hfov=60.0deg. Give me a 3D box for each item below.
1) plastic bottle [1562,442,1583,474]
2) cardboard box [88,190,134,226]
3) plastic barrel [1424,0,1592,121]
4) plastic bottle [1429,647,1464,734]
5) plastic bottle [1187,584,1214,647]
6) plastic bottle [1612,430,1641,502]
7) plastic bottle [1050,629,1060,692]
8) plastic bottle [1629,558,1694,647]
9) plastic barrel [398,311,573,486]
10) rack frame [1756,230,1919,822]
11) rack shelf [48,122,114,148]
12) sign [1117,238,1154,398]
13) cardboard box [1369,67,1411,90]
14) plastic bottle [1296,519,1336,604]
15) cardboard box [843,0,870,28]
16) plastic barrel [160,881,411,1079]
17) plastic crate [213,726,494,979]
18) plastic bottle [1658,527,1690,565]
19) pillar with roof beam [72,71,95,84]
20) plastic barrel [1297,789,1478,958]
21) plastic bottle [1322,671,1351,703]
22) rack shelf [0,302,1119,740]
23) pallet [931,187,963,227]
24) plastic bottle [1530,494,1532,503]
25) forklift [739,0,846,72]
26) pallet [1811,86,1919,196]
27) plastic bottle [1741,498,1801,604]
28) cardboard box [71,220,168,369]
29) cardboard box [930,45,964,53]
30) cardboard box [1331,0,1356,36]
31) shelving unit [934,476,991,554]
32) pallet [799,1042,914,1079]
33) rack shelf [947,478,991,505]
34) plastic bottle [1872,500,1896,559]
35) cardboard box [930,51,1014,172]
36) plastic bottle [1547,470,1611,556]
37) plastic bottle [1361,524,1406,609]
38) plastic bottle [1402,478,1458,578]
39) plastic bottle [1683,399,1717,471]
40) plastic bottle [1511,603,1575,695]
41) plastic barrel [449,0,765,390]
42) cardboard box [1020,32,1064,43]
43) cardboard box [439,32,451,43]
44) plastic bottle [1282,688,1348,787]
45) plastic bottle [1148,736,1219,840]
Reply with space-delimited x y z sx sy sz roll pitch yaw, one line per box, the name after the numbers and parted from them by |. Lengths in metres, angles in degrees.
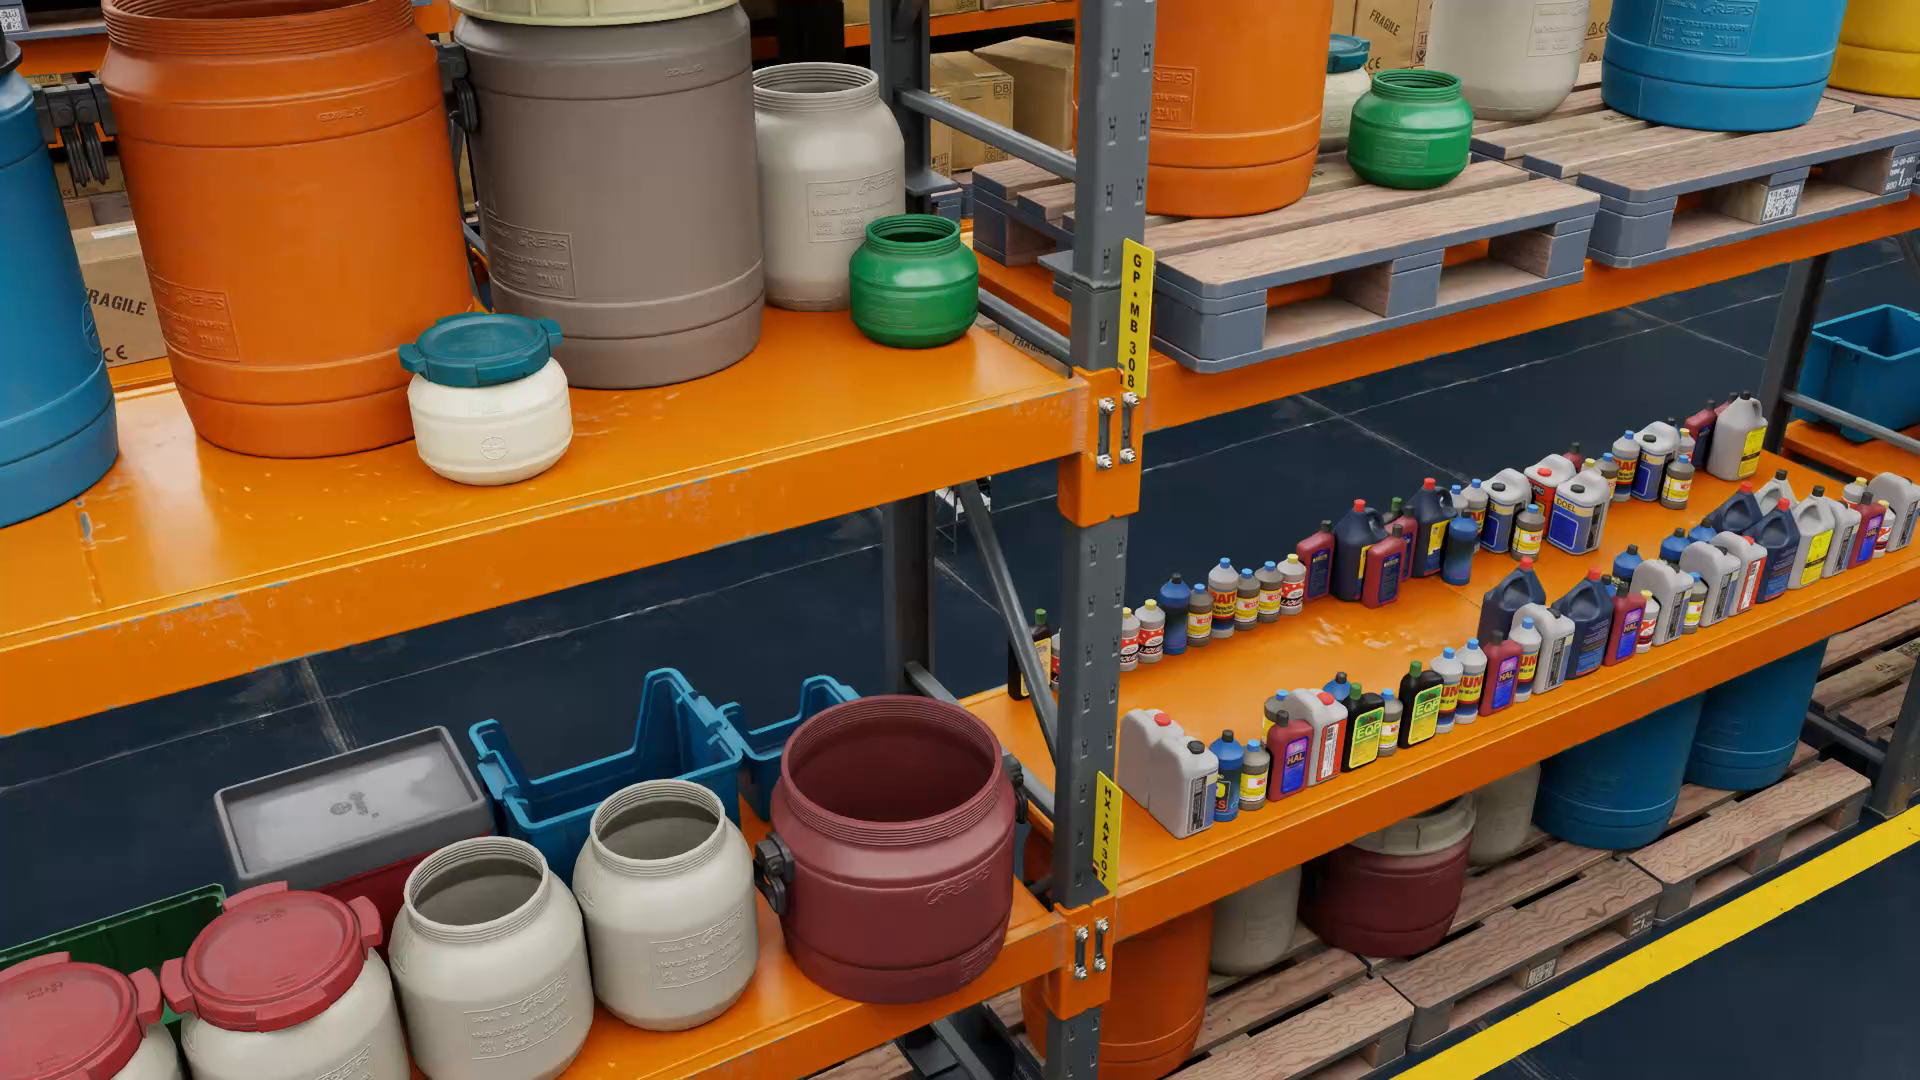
2.233 -0.222 6.168 0.133 0.283 0.061 -16 33 -26 | plastic bottle
-6.034 -2.373 12.077 0.500 0.500 0.700 -16 33 -26 | cardboard box
1.534 -1.477 4.642 0.433 0.535 0.433 0 29 0 | plastic barrel
1.446 0.442 4.977 0.097 0.271 0.097 0 29 0 | plastic bottle
0.774 0.238 5.419 0.097 0.201 0.097 0 29 0 | plastic bottle
2.510 -0.285 6.295 0.097 0.271 0.097 0 29 0 | plastic bottle
0.324 0.366 5.187 0.097 0.201 0.097 0 29 0 | plastic bottle
2.289 0.186 5.438 0.135 0.276 0.152 -16 33 -26 | plastic bottle
-0.896 -0.268 3.169 0.301 0.262 0.301 0 29 0 | plastic barrel
3.531 -0.402 6.375 0.127 3.000 1.000 -16 33 -26 | rack frame
-6.661 -2.746 11.366 4.000 0.370 1.077 -16 33 -26 | rack shelf
0.367 -0.463 3.489 0.005 0.325 0.100 -16 33 -26 | sign
2.475 -2.770 10.561 0.500 0.500 0.500 -16 33 -27 | cardboard box
1.200 0.071 5.637 0.133 0.283 0.061 -16 33 -26 | plastic bottle
-1.012 -4.787 14.009 0.700 0.700 0.980 -15 32 -26 | cardboard box
-1.425 1.068 3.570 0.433 0.535 0.433 0 29 0 | plastic barrel
-1.466 0.817 4.099 0.583 0.464 0.402 -16 33 -26 | plastic crate
2.410 0.083 5.628 0.097 0.271 0.097 0 29 0 | plastic bottle
-4.315 -4.426 7.456 0.400 9.000 9.100 -16 33 -26 | pillar with roof beam
1.469 1.045 5.813 0.708 0.588 0.600 -16 33 -26 | plastic barrel
1.101 0.506 4.862 0.097 0.271 0.097 0 29 0 | plastic bottle
-1.642 0.068 3.163 4.000 0.370 1.077 -16 33 -26 | rack shelf
-0.750 -1.882 9.254 1.213 0.211 1.003 -16 33 -26 | pallet
2.027 -0.117 6.064 0.097 0.201 0.097 0 29 0 | plastic bottle
-1.531 -2.695 10.600 3.031 2.935 1.130 -15 32 -25 | forklift
2.905 -1.400 5.274 1.003 0.211 1.213 -16 33 -26 | pallet
2.745 0.026 5.650 0.185 0.351 0.144 -16 33 -26 | plastic bottle
-3.862 -1.114 7.561 0.500 0.500 0.500 -18 34 -29 | cardboard box
-0.119 -4.347 15.003 0.250 0.149 0.380 -15 32 -26 | cardboard box
2.018 -3.073 10.076 0.500 0.500 0.500 -17 33 -28 | cardboard box
0.007 -0.396 8.536 0.210 0.900 0.258 -16 33 -26 | shelving unit
-0.605 1.971 4.960 1.213 0.211 1.003 -16 33 -26 | pallet
0.007 -0.288 8.596 0.200 0.077 0.258 -16 33 -26 | rack shelf
3.269 -0.045 5.932 0.097 0.201 0.097 0 29 0 | plastic bottle
-0.058 -2.477 9.596 0.500 0.500 0.700 -11 31 -19 | cardboard box
2.218 -0.104 5.962 0.135 0.276 0.152 -16 33 -26 | plastic bottle
1.433 0.086 5.610 0.133 0.283 0.061 -16 33 -26 | plastic bottle
1.633 -0.058 5.801 0.185 0.351 0.144 -16 33 -26 | plastic bottle
2.884 -0.407 6.503 0.133 0.283 0.061 -16 33 -26 | plastic bottle
1.815 0.320 5.194 0.135 0.276 0.152 -16 33 -26 | plastic bottle
-0.736 -0.845 3.554 0.600 0.901 0.600 0 29 0 | plastic barrel
0.762 -4.598 15.458 0.250 0.149 0.380 -16 32 -26 | cardboard box
-3.932 -3.870 12.226 0.500 0.500 0.500 -15 32 -25 | cardboard box
1.018 0.546 4.784 0.135 0.276 0.152 -16 33 -26 | plastic bottle
0.619 0.660 4.579 0.135 0.276 0.152 -16 33 -26 | plastic bottle
